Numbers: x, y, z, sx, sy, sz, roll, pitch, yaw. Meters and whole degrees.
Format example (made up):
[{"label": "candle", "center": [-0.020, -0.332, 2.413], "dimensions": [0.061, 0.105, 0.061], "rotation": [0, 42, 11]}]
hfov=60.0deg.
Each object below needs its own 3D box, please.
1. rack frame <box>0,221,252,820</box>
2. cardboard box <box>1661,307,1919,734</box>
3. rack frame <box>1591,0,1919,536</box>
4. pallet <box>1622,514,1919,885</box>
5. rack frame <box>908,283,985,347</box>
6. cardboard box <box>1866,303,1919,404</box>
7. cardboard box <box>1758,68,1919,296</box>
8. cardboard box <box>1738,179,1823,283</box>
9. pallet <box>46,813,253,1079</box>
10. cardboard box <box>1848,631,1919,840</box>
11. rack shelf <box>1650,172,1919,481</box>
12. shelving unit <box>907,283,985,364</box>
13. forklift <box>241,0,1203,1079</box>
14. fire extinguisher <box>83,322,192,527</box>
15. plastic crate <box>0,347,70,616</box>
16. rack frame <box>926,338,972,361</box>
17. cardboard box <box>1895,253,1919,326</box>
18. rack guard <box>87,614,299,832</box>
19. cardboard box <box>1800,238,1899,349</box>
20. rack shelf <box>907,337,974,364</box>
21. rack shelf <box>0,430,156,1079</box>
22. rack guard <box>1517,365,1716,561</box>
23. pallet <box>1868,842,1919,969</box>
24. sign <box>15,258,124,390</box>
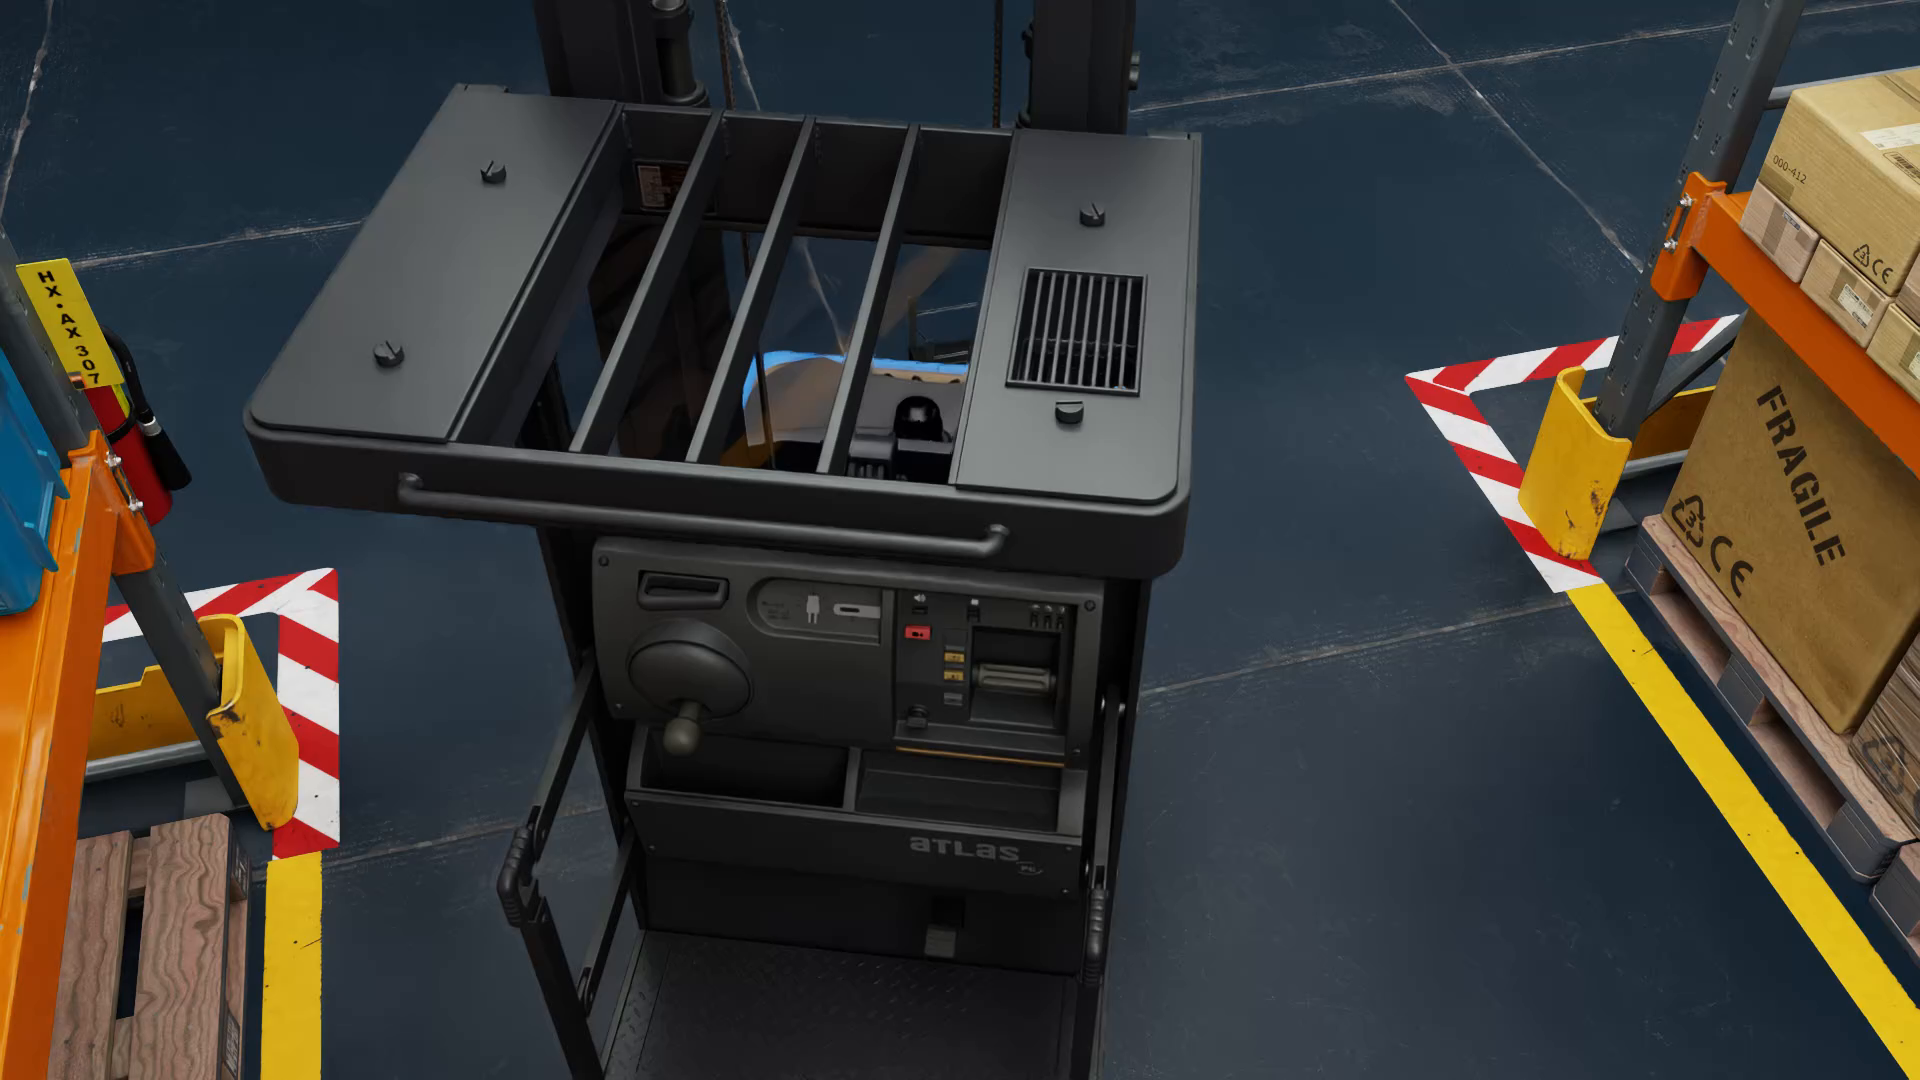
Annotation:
[{"label": "rack frame", "center": [-2.383, -0.278, 3.422], "dimensions": [1.000, 3.000, 0.127], "rotation": [-11, 47, -10]}, {"label": "cardboard box", "center": [2.646, -0.159, 4.500], "dimensions": [0.875, 0.875, 0.875], "rotation": [-11, 47, -10]}, {"label": "rack frame", "center": [2.405, -1.183, 4.309], "dimensions": [1.000, 3.000, 0.127], "rotation": [-11, 47, -10]}, {"label": "pallet", "center": [2.685, 0.330, 4.778], "dimensions": [1.003, 0.211, 1.213], "rotation": [-11, 47, -10]}, {"label": "rack frame", "center": [-0.028, -0.391, 5.003], "dimensions": [0.240, 0.900, 0.006], "rotation": [-11, 47, -10]}, {"label": "cardboard box", "center": [2.309, -0.436, 3.753], "dimensions": [0.380, 0.149, 0.250], "rotation": [-12, 47, -11]}, {"label": "cardboard box", "center": [2.266, -0.854, 3.884], "dimensions": [0.500, 0.250, 0.500], "rotation": [-12, 47, -11]}, {"label": "cardboard box", "center": [2.176, -0.790, 4.100], "dimensions": [0.380, 0.149, 0.250], "rotation": [-10, 46, -10]}, {"label": "pallet", "center": [-2.210, 1.275, 3.853], "dimensions": [1.003, 0.211, 1.213], "rotation": [-11, 47, -10]}, {"label": "cardboard box", "center": [2.879, 0.469, 3.884], "dimensions": [0.875, 0.875, 0.875], "rotation": [-11, 47, -10]}, {"label": "rack shelf", "center": [2.917, 0.449, 3.213], "dimensions": [1.077, 0.370, 4.000], "rotation": [-11, 47, -10]}, {"label": "shelving unit", "center": [-0.002, -0.321, 4.934], "dimensions": [0.258, 0.900, 0.210], "rotation": [-11, 47, -10]}, {"label": "forklift", "center": [-0.235, 0.319, 2.886], "dimensions": [1.130, 2.935, 3.031], "rotation": [5, 46, 5]}, {"label": "fire extinguisher", "center": [-1.983, -0.307, 3.766], "dimensions": [0.296, 0.674, 0.183], "rotation": [-11, 47, -10]}, {"label": "plastic crate", "center": [-2.117, -0.114, 3.195], "dimensions": [0.616, 0.435, 0.499], "rotation": [-11, 47, -10]}, {"label": "rack frame", "center": [0.024, -0.250, 4.865], "dimensions": [0.240, 0.900, 0.006], "rotation": [-11, 47, -10]}, {"label": "cardboard box", "center": [2.406, -0.496, 3.533], "dimensions": [0.500, 0.250, 0.500], "rotation": [-11, 47, -11]}, {"label": "rack guard", "center": [-2.402, 0.583, 4.329], "dimensions": [1.175, 0.500, 0.348], "rotation": [-11, 47, -10]}, {"label": "cardboard box", "center": [2.244, -0.613, 3.926], "dimensions": [0.380, 0.149, 0.250], "rotation": [-11, 47, -11]}, {"label": "rack shelf", "center": [-0.002, -0.486, 4.765], "dimensions": [0.258, 0.077, 0.200], "rotation": [-11, 47, -10]}, {"label": "rack shelf", "center": [-1.871, 1.355, 2.326], "dimensions": [1.077, 0.370, 4.000], "rotation": [-11, 47, -10]}, {"label": "rack guard", "center": [2.398, -0.325, 5.218], "dimensions": [1.175, 0.500, 0.348], "rotation": [-11, 47, -10]}, {"label": "pallet", "center": [2.994, 1.171, 3.954], "dimensions": [1.003, 0.211, 1.213], "rotation": [-11, 47, -10]}, {"label": "sign", "center": [-1.856, -0.447, 3.473], "dimensions": [0.100, 0.325, 0.005], "rotation": [-11, 47, -10]}]
